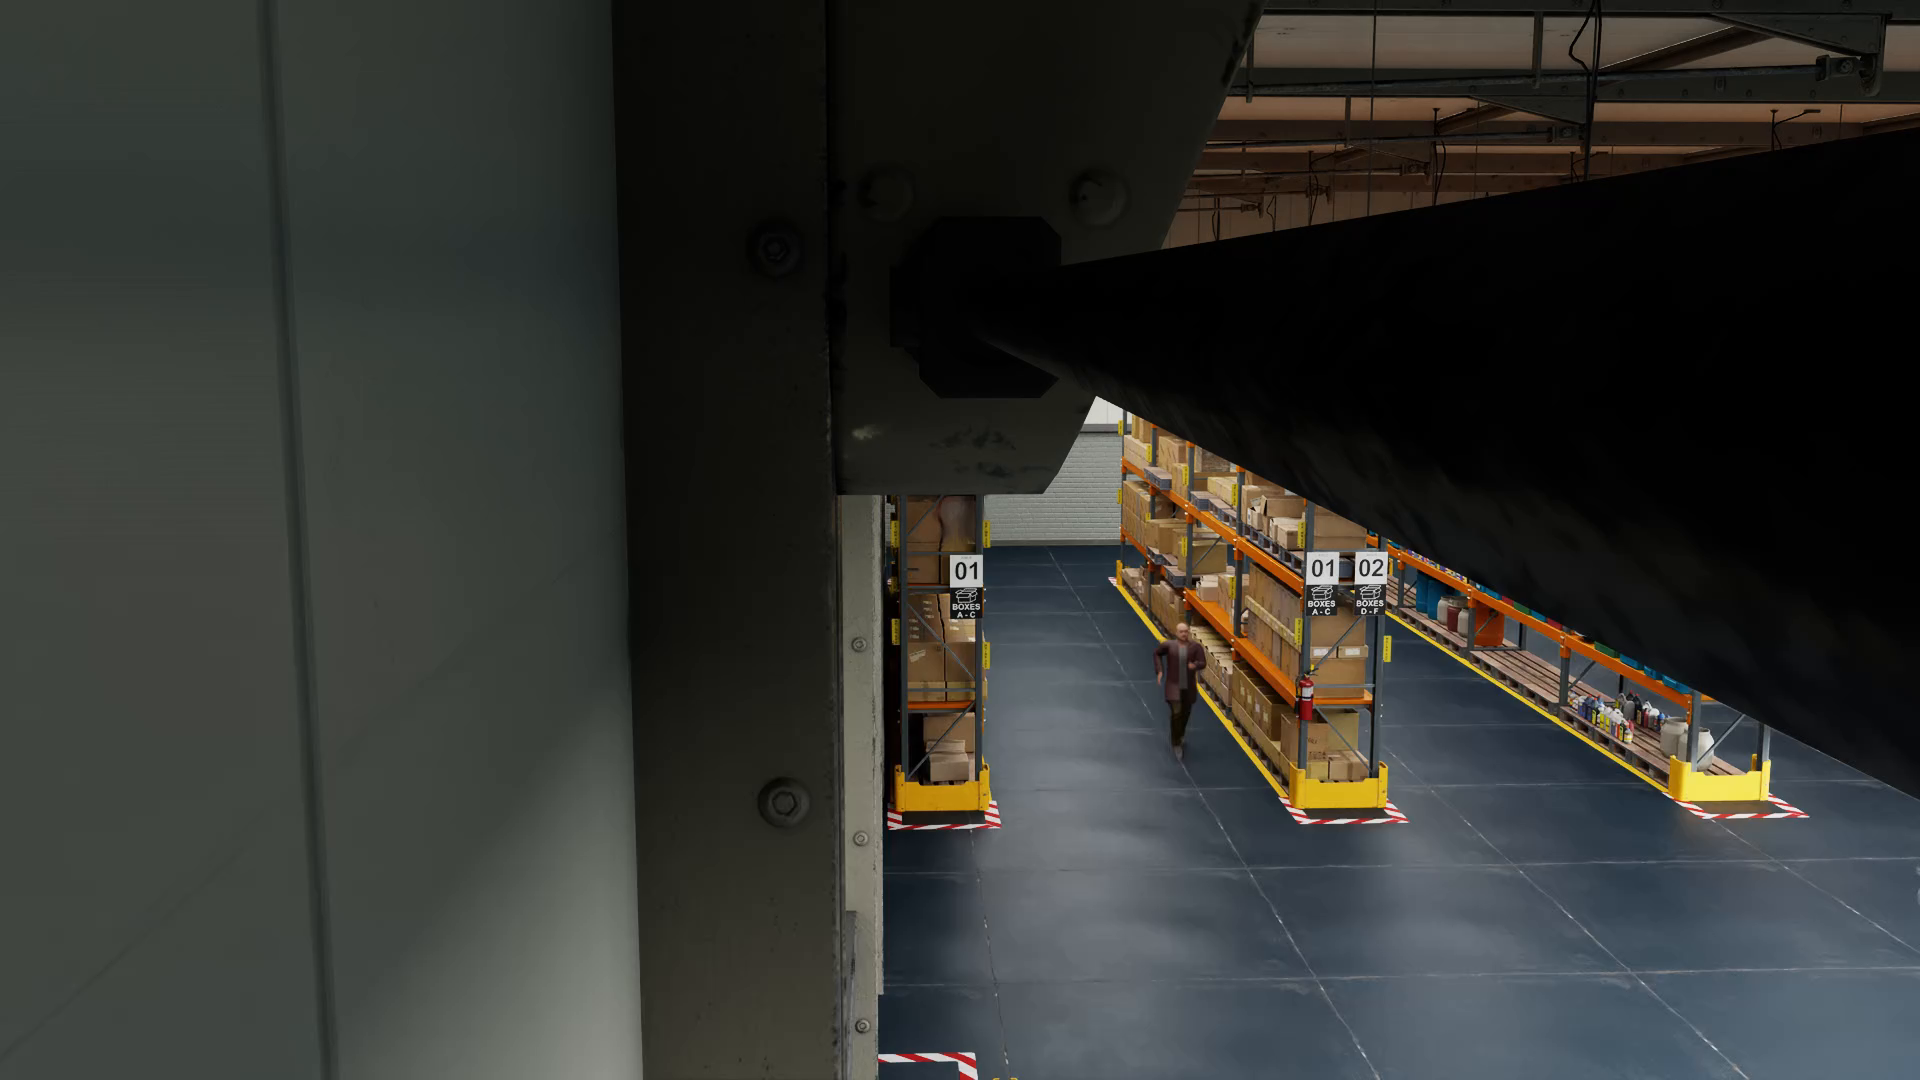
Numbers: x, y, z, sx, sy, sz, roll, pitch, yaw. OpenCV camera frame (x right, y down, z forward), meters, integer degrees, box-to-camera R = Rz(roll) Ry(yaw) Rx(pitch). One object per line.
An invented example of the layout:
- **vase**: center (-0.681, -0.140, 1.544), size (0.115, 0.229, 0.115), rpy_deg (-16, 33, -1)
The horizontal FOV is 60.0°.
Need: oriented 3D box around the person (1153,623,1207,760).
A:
- **person**: center (3.061, 2.052, 23.079), size (0.677, 1.837, 0.904), rpy_deg (-1, 8, -6)
